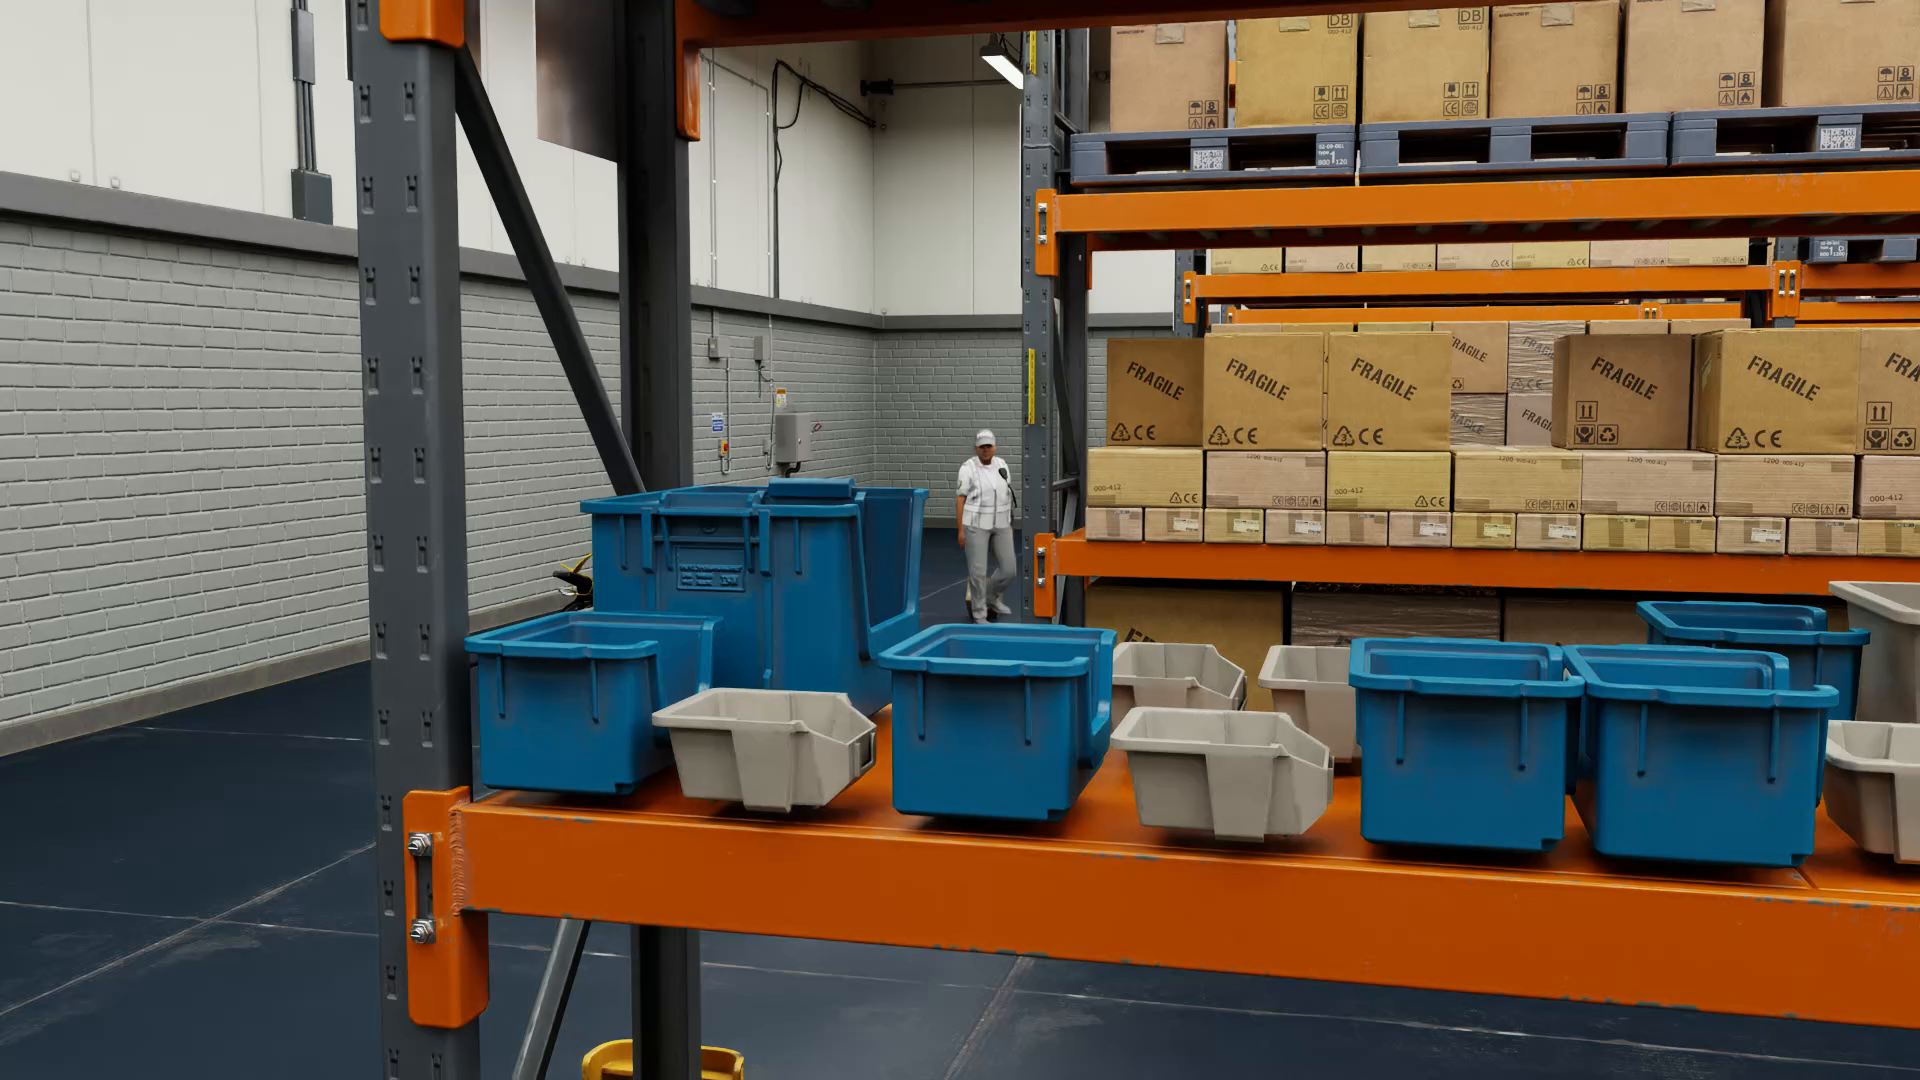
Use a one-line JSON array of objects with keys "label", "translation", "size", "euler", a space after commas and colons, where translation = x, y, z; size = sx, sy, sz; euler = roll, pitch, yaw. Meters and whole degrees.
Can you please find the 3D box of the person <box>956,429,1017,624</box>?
[{"label": "person", "translation": [0.221, -0.095, 13.865], "size": [0.557, 1.657, 0.572], "euler": [-2, 5, -23]}]
